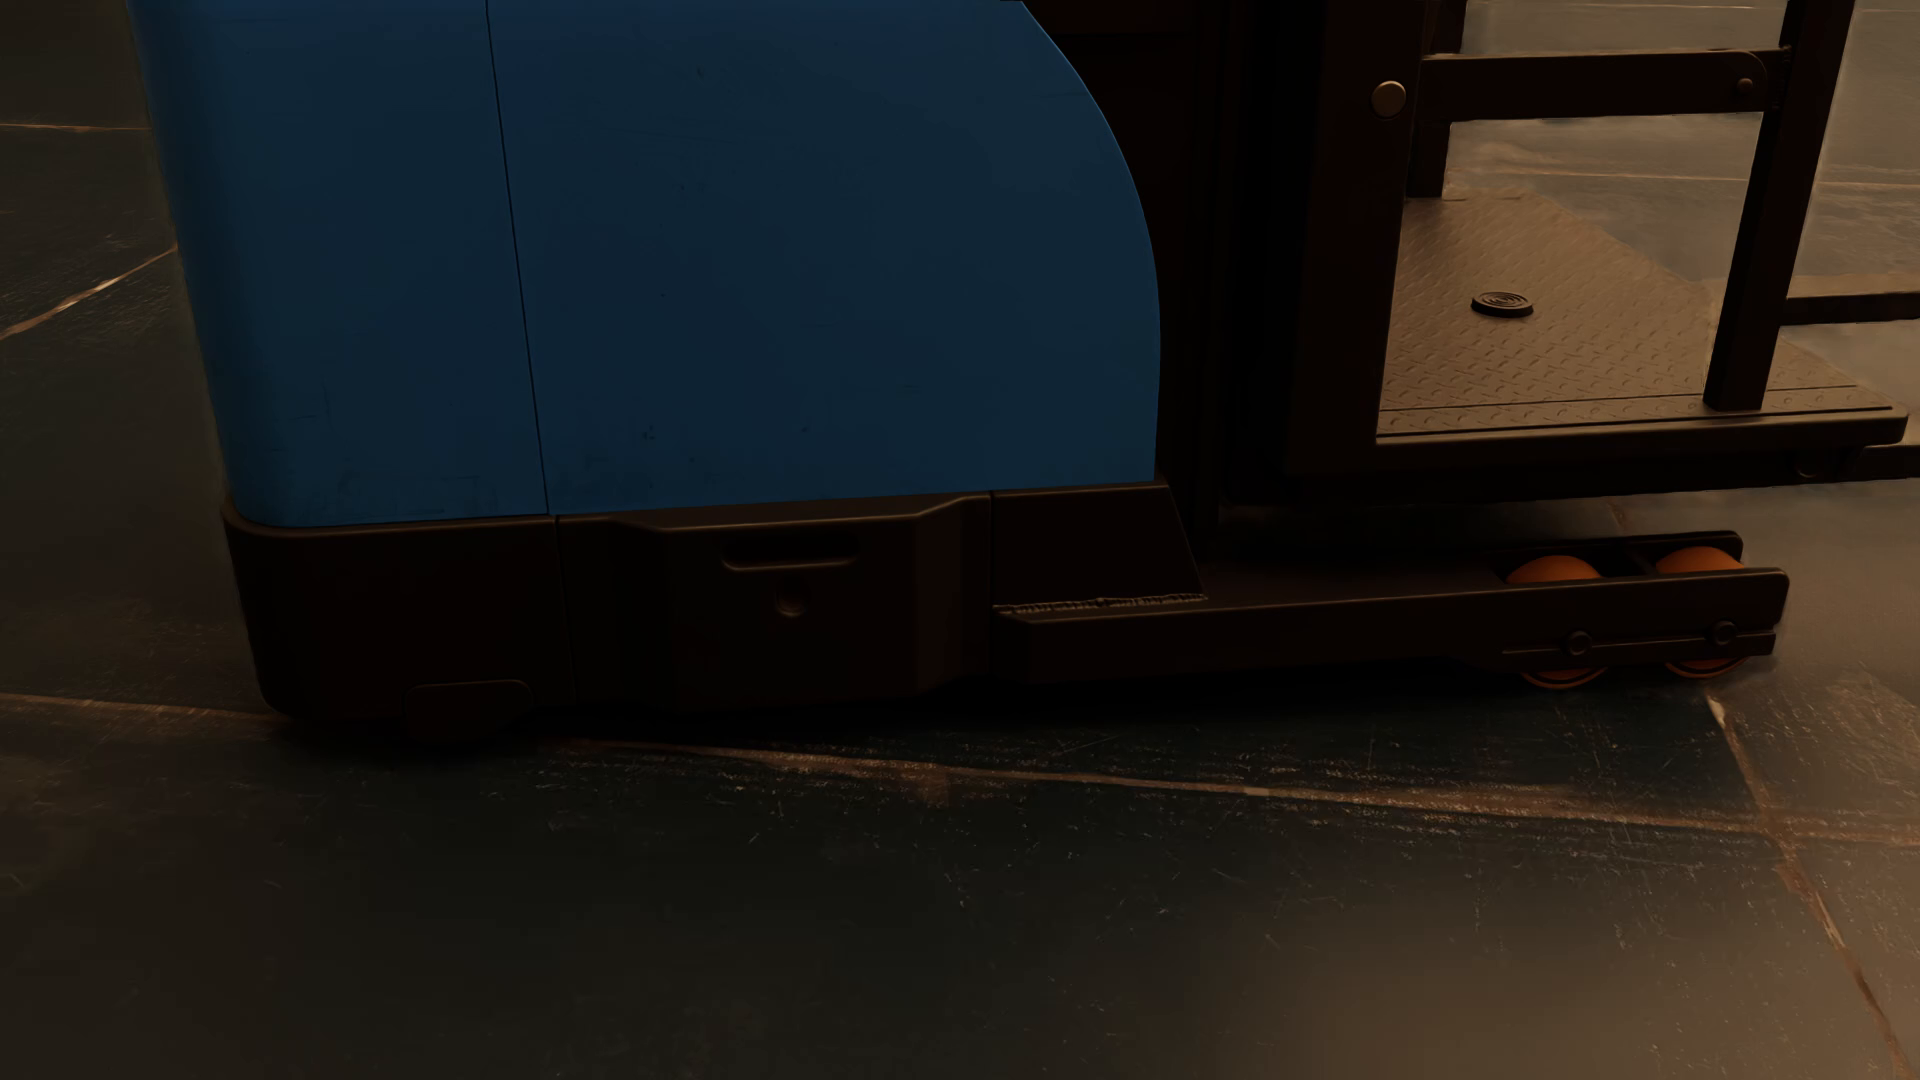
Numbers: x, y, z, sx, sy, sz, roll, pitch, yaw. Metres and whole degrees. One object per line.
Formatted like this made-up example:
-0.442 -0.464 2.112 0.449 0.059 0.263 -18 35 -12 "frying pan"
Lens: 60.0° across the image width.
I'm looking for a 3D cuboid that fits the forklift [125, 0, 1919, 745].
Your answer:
0.607 -1.353 1.930 3.031 2.935 1.130 -3 27 -7 "forklift"
